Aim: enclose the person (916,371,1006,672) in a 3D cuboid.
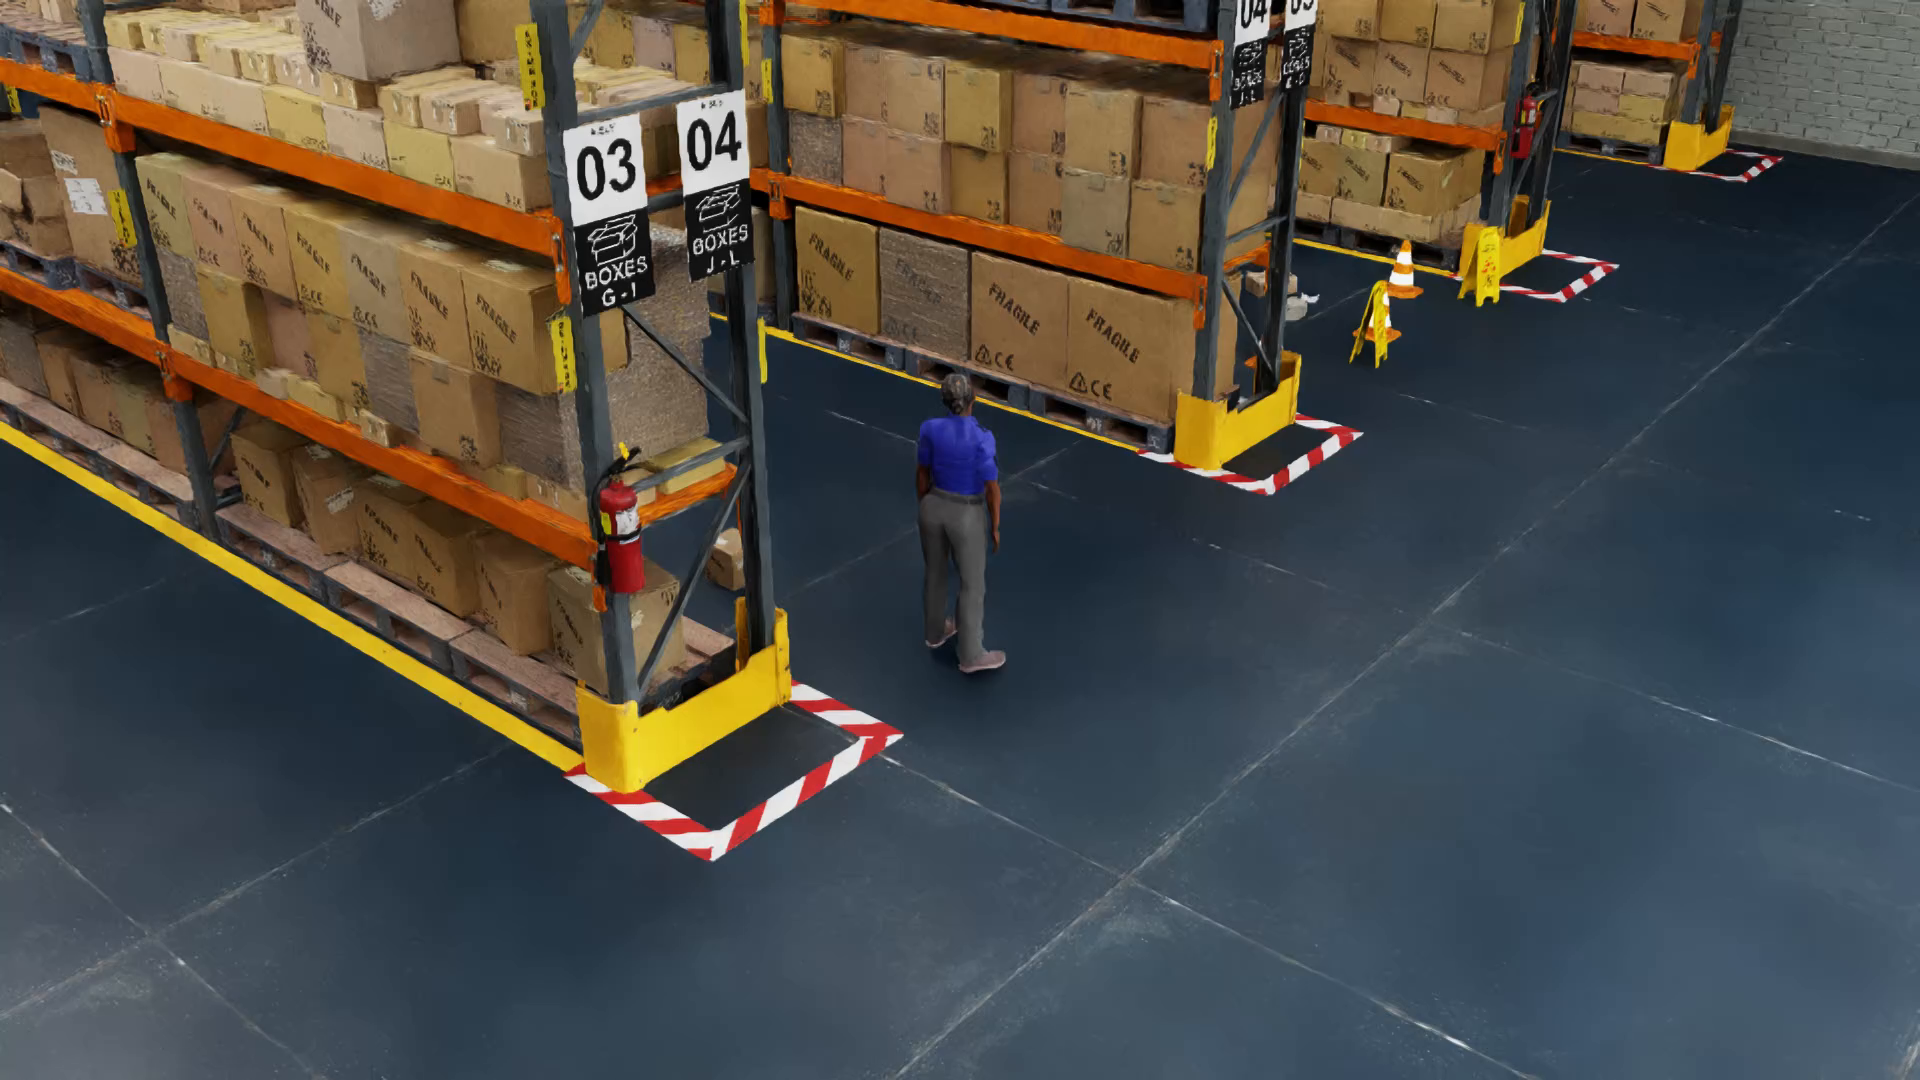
[{"bbox_3d":[0.010,-0.122,8.805,0.532,1.666,0.437,12,30,23],"label":"person"}]
